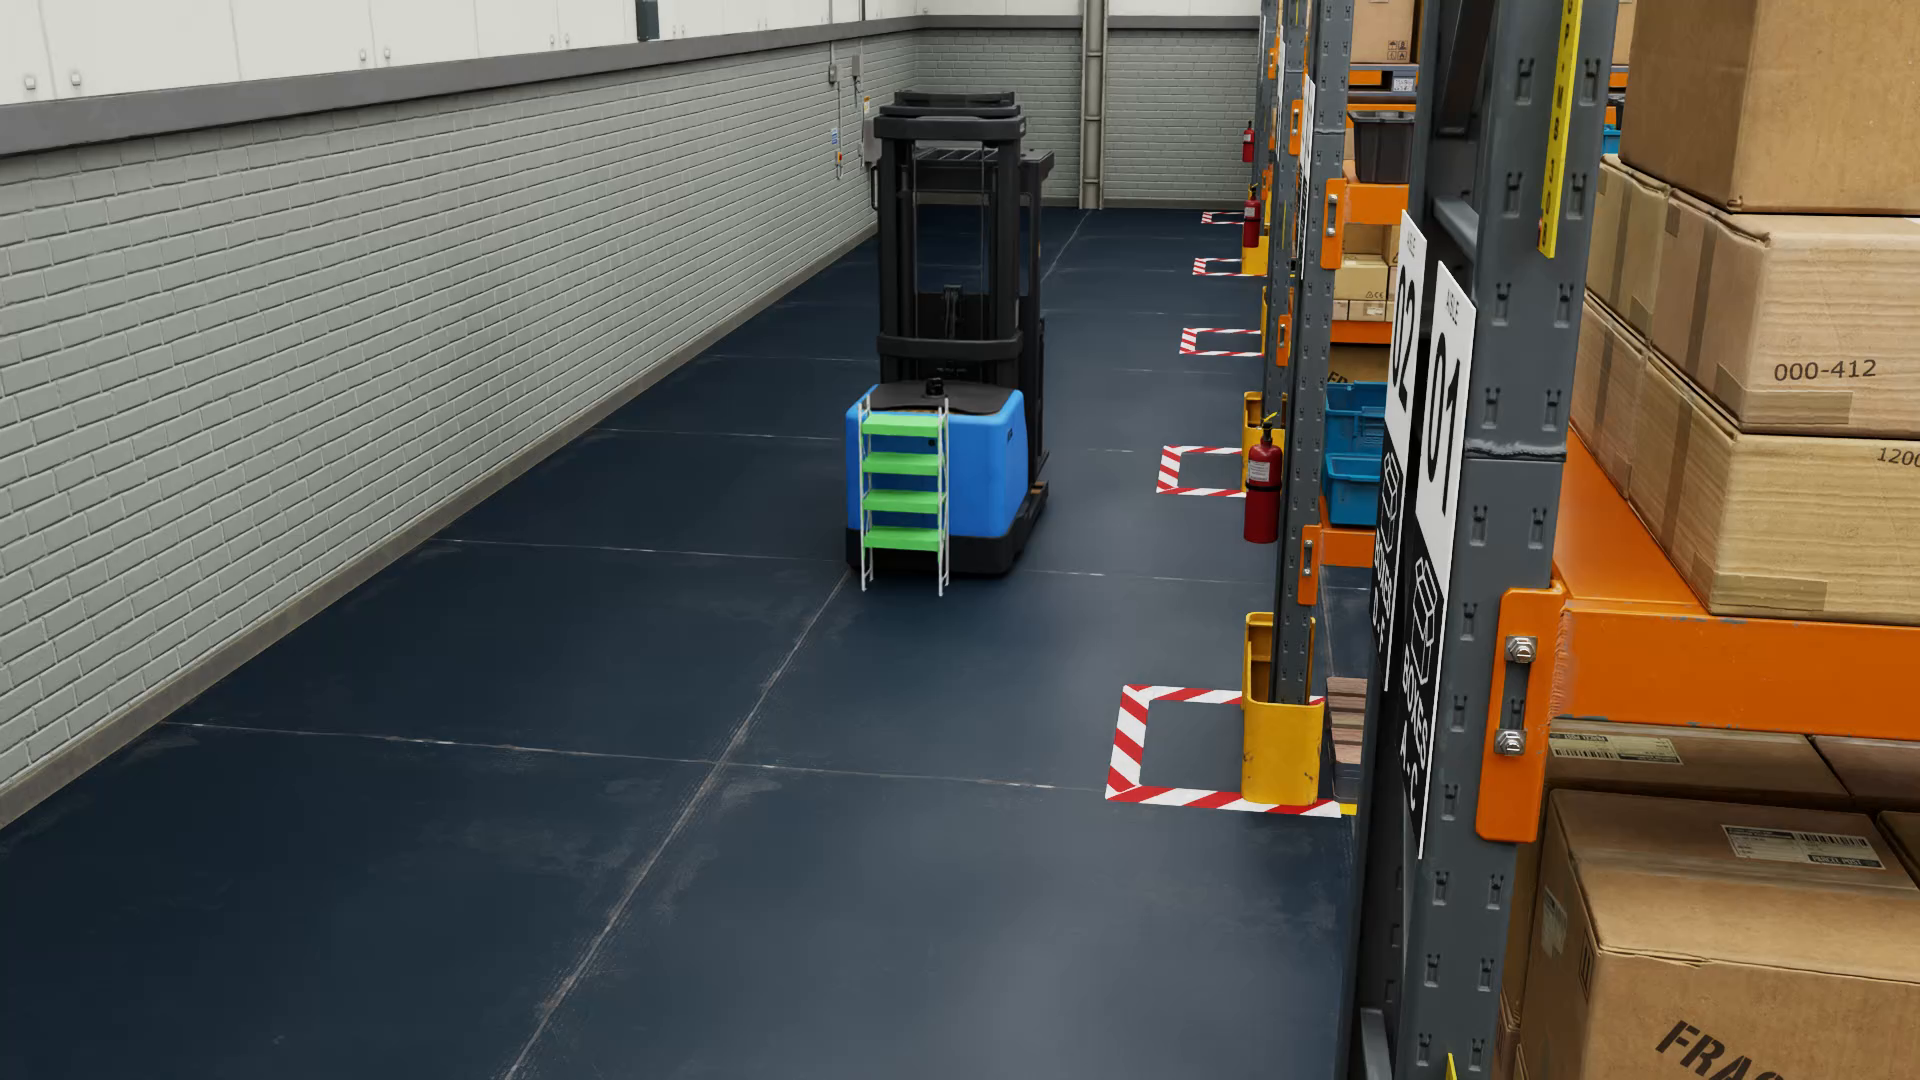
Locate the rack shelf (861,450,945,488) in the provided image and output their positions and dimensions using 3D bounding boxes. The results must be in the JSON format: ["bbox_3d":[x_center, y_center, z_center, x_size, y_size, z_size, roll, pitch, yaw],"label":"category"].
[{"bbox_3d":[-0.341,-0.436,10.159,0.480,0.148,0.258,3,19,10],"label":"rack shelf"}]

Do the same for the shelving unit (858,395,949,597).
[{"bbox_3d":[-0.341,-0.269,10.215,0.503,1.200,0.258,3,19,10],"label":"shelving unit"}]

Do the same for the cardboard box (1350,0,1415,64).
[{"bbox_3d":[2.896,-3.648,11.773,0.500,0.500,0.700,2,19,5],"label":"cardboard box"}]

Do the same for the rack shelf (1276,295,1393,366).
[{"bbox_3d":[4.349,-1.499,12.189,4.000,0.370,1.077,3,19,9],"label":"rack shelf"}]

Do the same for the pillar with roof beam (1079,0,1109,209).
[{"bbox_3d":[1.528,-8.515,22.569,0.400,9.000,9.100,3,19,9],"label":"pillar with roof beam"}]

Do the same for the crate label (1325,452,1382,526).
[{"bbox_3d":[1.780,-0.222,7.410,0.303,0.233,0.416,3,19,9],"label":"crate label"}]

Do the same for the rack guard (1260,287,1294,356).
[{"bbox_3d":[3.336,-2.300,17.390,0.348,0.500,1.175,3,19,9],"label":"rack guard"}]

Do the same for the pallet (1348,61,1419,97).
[{"bbox_3d":[3.108,-3.287,11.812,1.213,0.211,1.003,3,19,9],"label":"pallet"}]

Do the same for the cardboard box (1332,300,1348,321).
[{"bbox_3d":[2.673,-1.700,12.053,0.250,0.149,0.380,3,19,9],"label":"cardboard box"}]

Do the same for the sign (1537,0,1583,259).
[{"bbox_3d":[0.713,-0.504,1.978,0.005,0.325,0.100,3,19,9],"label":"sign"}]

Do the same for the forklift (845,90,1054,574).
[{"bbox_3d":[0.039,-1.604,11.478,1.130,2.935,3.031,3,19,10],"label":"forklift"}]

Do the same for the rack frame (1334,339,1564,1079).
[{"bbox_3d":[0.799,1.163,3.101,0.127,3.000,1.000,3,19,9],"label":"rack frame"}]

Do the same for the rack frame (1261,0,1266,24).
[{"bbox_3d":[4.730,-9.445,25.351,0.127,3.000,1.000,3,19,9],"label":"rack frame"}]

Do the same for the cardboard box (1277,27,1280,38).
[{"bbox_3d":[5.008,-7.815,25.601,0.250,0.149,0.380,3,19,10],"label":"cardboard box"}]

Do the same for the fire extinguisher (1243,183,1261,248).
[{"bbox_3d":[3.085,-3.433,17.546,0.183,0.674,0.296,3,19,9],"label":"fire extinguisher"}]

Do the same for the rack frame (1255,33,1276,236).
[{"bbox_3d":[3.946,-5.045,21.655,0.127,3.000,1.000,3,19,9],"label":"rack frame"}]

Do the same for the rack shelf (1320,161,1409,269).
[{"bbox_3d":[3.563,-1.370,7.075,4.000,0.370,1.077,3,19,9],"label":"rack shelf"}]

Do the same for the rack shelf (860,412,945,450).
[{"bbox_3d":[-0.341,-0.663,10.083,0.480,0.148,0.258,3,19,10],"label":"rack shelf"}]

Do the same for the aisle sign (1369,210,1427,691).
[{"bbox_3d":[0.781,-0.169,2.985,0.004,0.787,0.394,3,19,9],"label":"aisle sign"}]

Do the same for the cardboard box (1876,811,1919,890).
[{"bbox_3d":[1.713,0.770,2.541,0.500,0.500,0.500,3,19,9],"label":"cardboard box"}]

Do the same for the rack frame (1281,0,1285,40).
[{"bbox_3d":[3.261,-6.334,16.053,0.127,3.000,1.000,3,19,9],"label":"rack frame"}]

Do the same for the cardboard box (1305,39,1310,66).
[{"bbox_3d":[3.752,-4.901,16.732,0.500,0.250,0.500,3,19,7],"label":"cardboard box"}]

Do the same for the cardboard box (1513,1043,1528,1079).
[{"bbox_3d":[1.196,1.220,2.771,0.500,0.500,0.500,3,19,10],"label":"cardboard box"}]

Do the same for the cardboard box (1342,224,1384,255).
[{"bbox_3d":[2.897,-2.424,12.406,0.500,0.500,0.500,3,19,9],"label":"cardboard box"}]

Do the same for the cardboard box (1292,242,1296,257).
[{"bbox_3d":[4.614,-4.028,21.989,0.875,0.438,0.875,2,19,7],"label":"cardboard box"}]

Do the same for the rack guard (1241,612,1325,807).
[{"bbox_3d":[1.563,0.799,8.126,0.348,0.500,1.175,3,19,9],"label":"rack guard"}]

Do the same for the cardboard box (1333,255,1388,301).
[{"bbox_3d":[2.805,-1.902,12.027,0.500,0.250,0.500,2,19,7],"label":"cardboard box"}]

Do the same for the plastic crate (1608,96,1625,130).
[{"bbox_3d":[3.054,-1.619,6.785,0.767,0.338,0.504,3,19,9],"label":"plastic crate"}]

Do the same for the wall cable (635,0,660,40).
[{"bbox_3d":[-2.662,-7.676,14.991,0.120,5.999,2.277,3,19,9],"label":"wall cable"}]

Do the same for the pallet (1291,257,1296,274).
[{"bbox_3d":[4.748,-3.707,22.050,1.213,0.211,1.003,3,19,9],"label":"pallet"}]

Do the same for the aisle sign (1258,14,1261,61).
[{"bbox_3d":[4.616,-7.745,25.625,0.004,0.787,0.394,3,19,9],"label":"aisle sign"}]

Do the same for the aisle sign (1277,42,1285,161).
[{"bbox_3d":[2.256,-3.083,11.693,0.004,0.787,0.394,3,19,9],"label":"aisle sign"}]

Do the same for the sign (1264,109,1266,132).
[{"bbox_3d":[3.852,-5.320,20.986,0.005,0.325,0.100,3,19,9],"label":"sign"}]

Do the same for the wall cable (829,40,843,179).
[{"bbox_3d":[-1.625,-5.818,22.315,0.123,1.953,0.585,3,19,9],"label":"wall cable"}]

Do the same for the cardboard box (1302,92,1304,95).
[{"bbox_3d":[4.375,-5.453,21.141,0.500,0.500,0.500,3,19,7],"label":"cardboard box"}]

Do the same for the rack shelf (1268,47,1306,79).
[{"bbox_3d":[5.921,-6.026,20.992,4.000,0.370,1.077,3,19,9],"label":"rack shelf"}]

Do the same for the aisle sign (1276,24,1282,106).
[{"bbox_3d":[3.236,-4.820,16.884,0.004,0.787,0.394,3,19,9],"label":"aisle sign"}]

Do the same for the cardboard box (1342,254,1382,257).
[{"bbox_3d":[2.895,-2.069,12.528,0.500,0.250,0.500,3,19,8],"label":"cardboard box"}]

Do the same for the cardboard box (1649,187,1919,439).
[{"bbox_3d":[1.265,-0.318,2.248,0.500,0.250,0.500,3,19,9],"label":"cardboard box"}]

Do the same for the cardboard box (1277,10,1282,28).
[{"bbox_3d":[5.125,-7.985,25.481,0.500,0.250,0.500,3,19,8],"label":"cardboard box"}]
